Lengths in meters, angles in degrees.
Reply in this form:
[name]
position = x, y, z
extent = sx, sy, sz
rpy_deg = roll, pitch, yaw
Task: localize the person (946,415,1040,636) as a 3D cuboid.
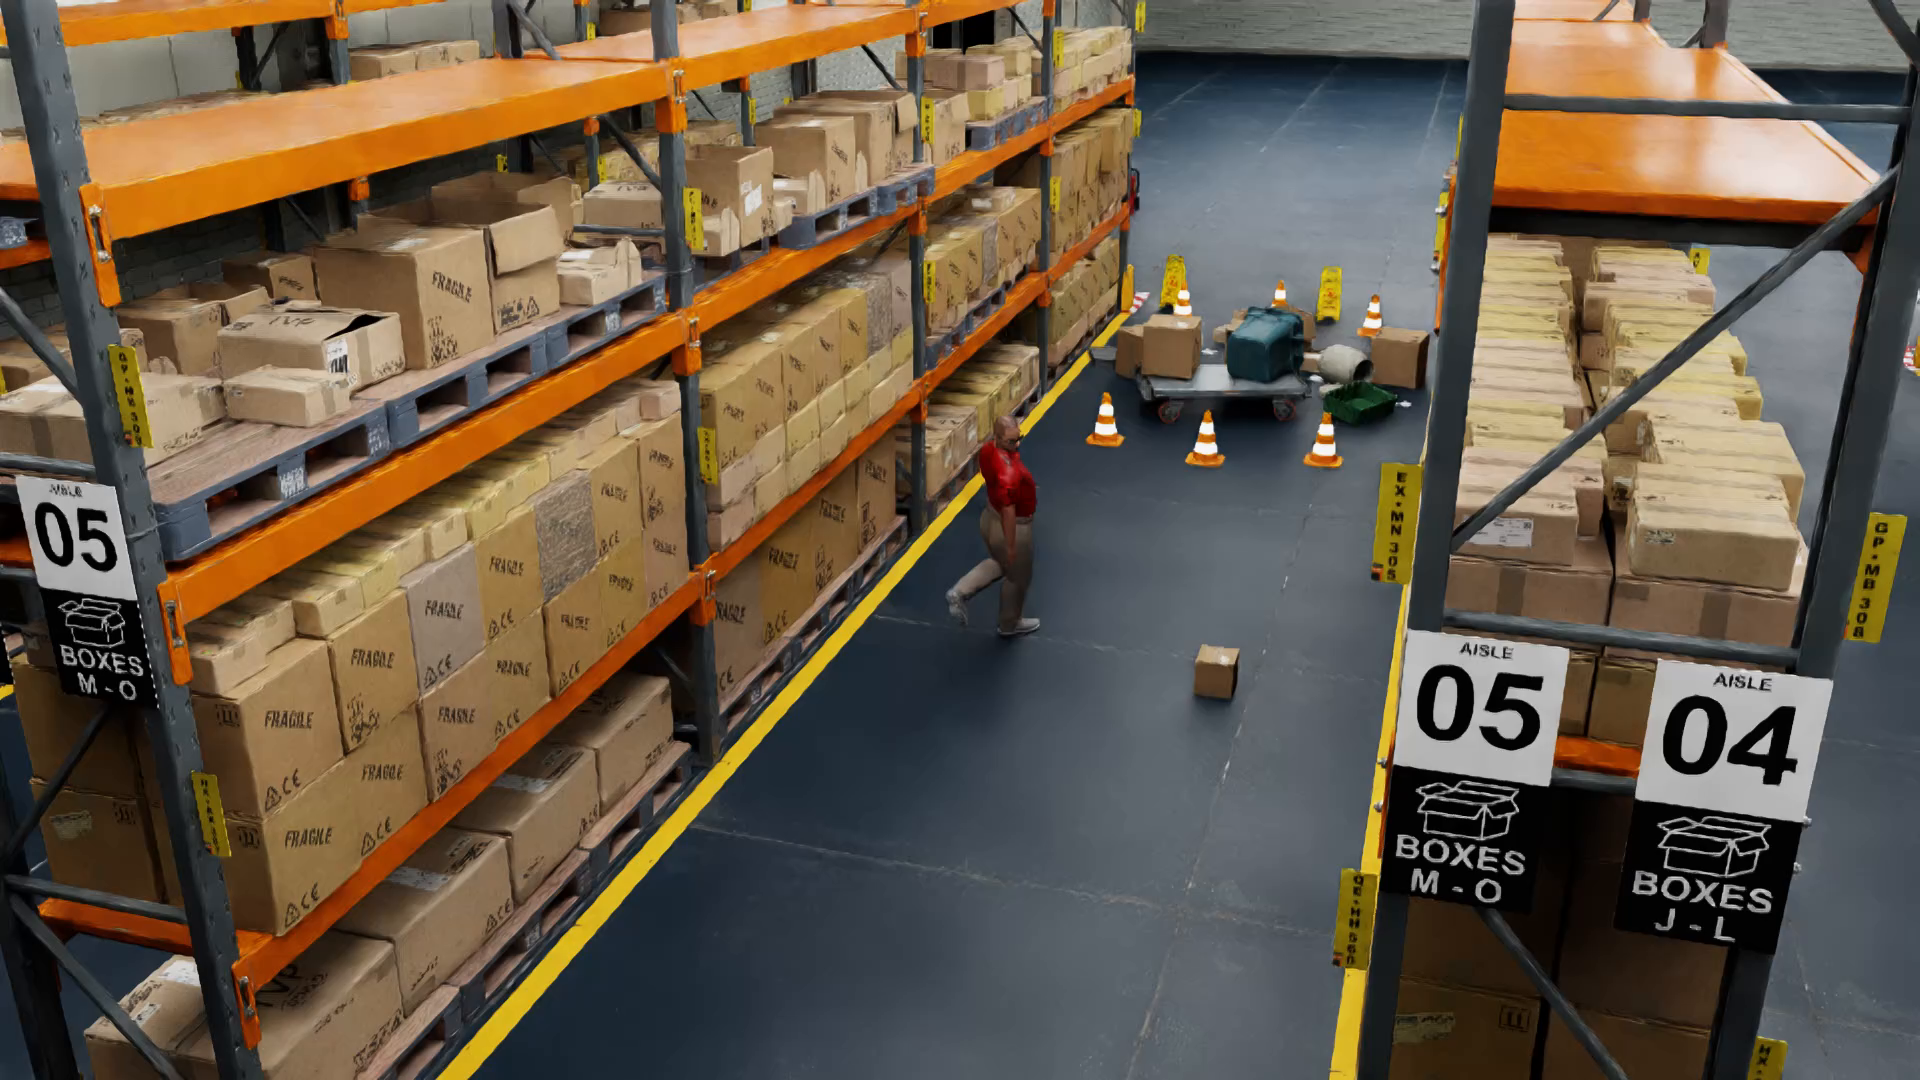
[person]
position = 0.299, -0.074, 11.331
extent = 0.698, 1.688, 0.606
rpy_deg = -9, 24, -22
